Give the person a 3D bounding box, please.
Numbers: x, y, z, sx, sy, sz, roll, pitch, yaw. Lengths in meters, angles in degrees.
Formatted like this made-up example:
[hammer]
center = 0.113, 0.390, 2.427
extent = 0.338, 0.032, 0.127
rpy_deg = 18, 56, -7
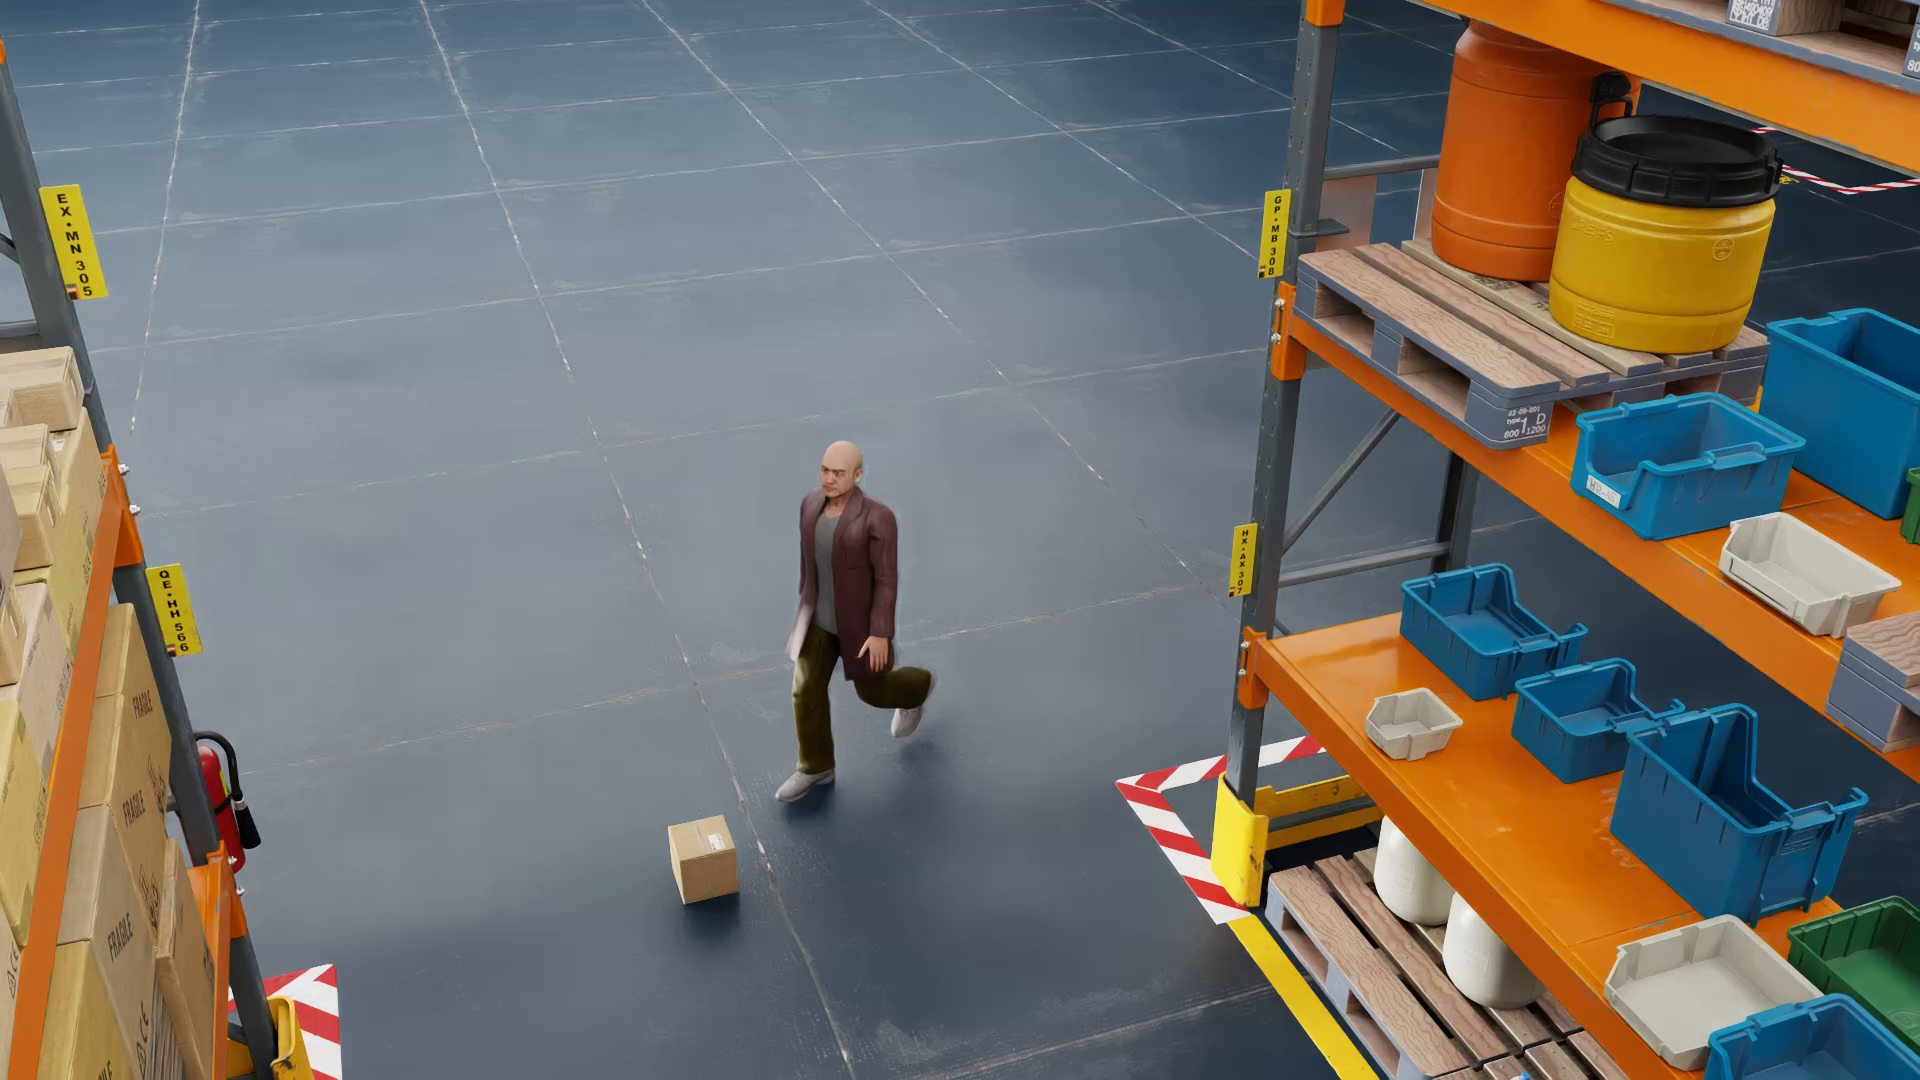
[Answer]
[person]
center = -0.526, 0.329, 7.785
extent = 0.655, 1.741, 1.016
rpy_deg = 17, 34, 28
